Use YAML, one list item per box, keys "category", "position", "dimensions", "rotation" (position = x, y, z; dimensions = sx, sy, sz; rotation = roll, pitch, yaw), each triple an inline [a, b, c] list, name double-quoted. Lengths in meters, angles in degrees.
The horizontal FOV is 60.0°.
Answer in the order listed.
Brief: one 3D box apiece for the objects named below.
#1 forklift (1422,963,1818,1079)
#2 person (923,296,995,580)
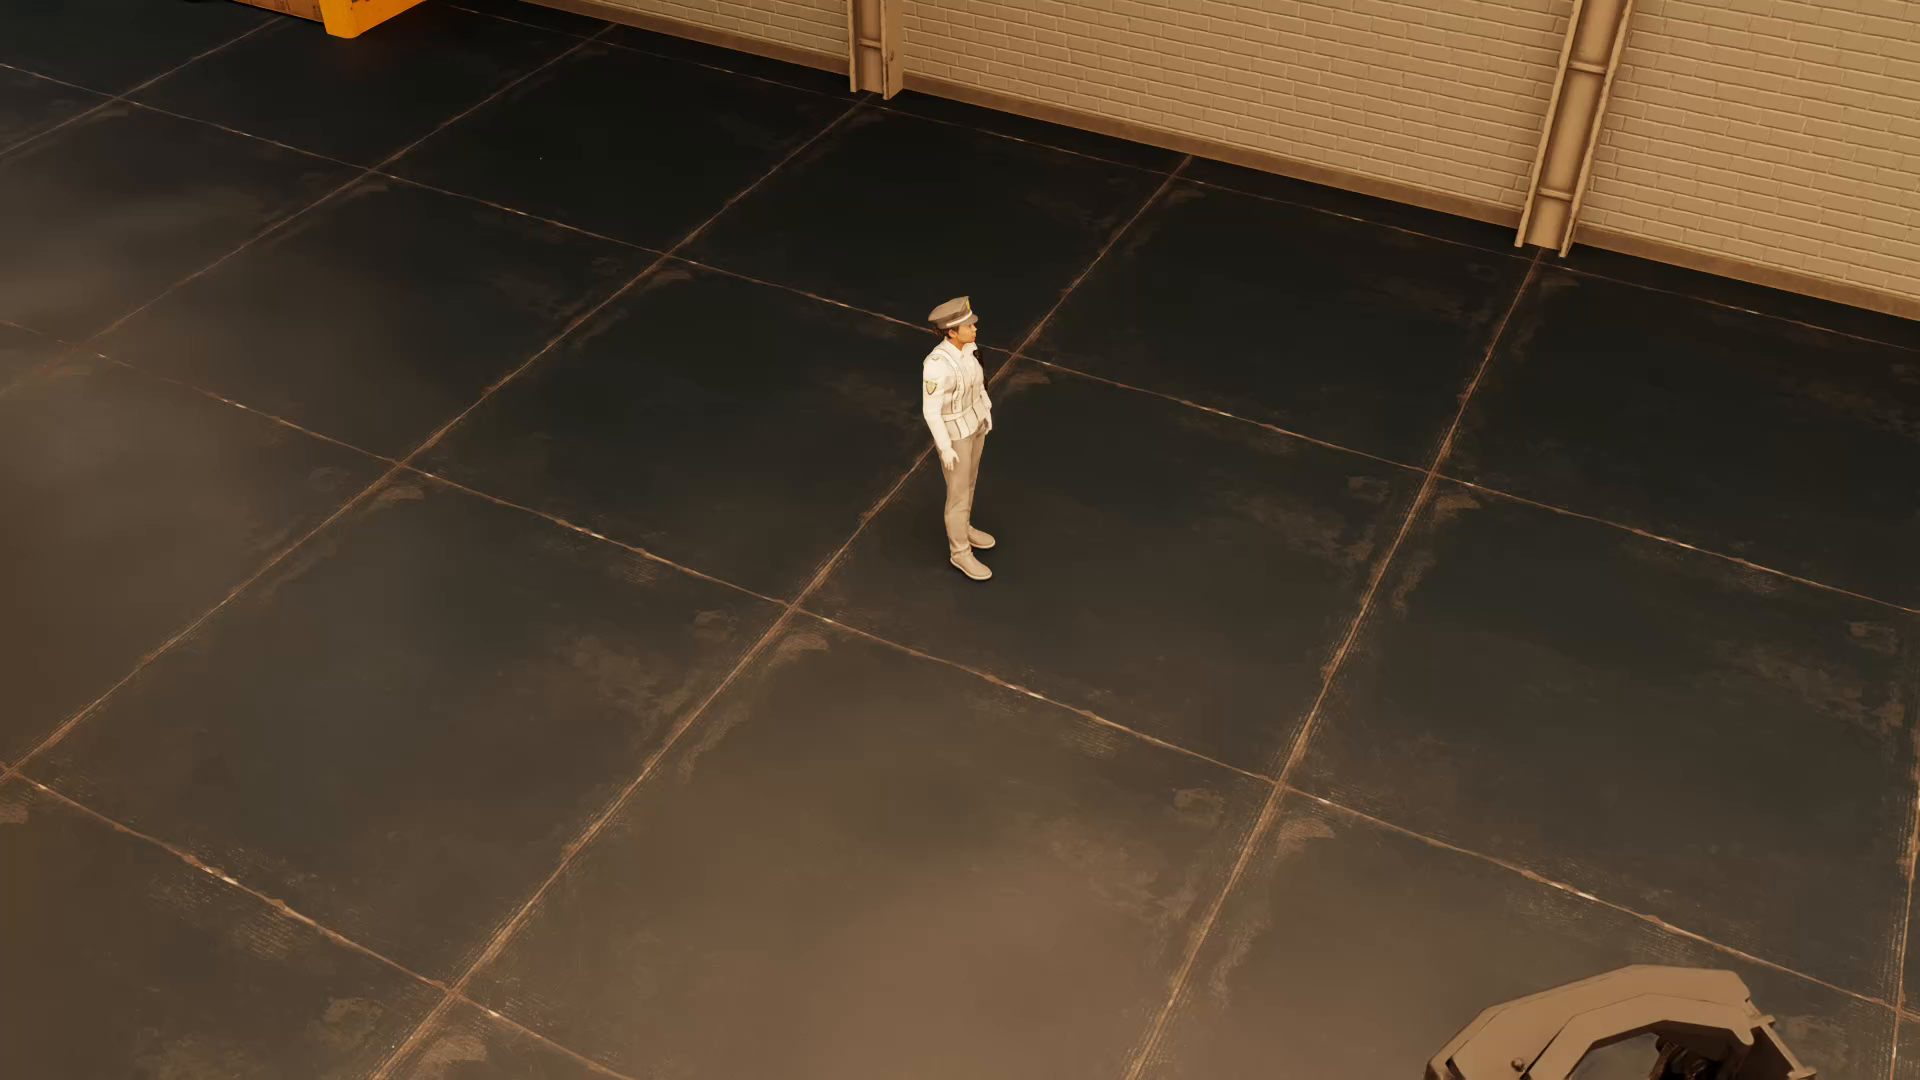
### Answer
- category: "forklift"
  position: [1.879, 2.723, 4.754]
  dimensions: [1.130, 2.935, 3.031]
  rotation: [-12, 41, -13]
- category: "person"
  position: [0.058, -0.629, 9.682]
  dimensions: [0.530, 1.694, 0.586]
  rotation: [18, 43, 21]
